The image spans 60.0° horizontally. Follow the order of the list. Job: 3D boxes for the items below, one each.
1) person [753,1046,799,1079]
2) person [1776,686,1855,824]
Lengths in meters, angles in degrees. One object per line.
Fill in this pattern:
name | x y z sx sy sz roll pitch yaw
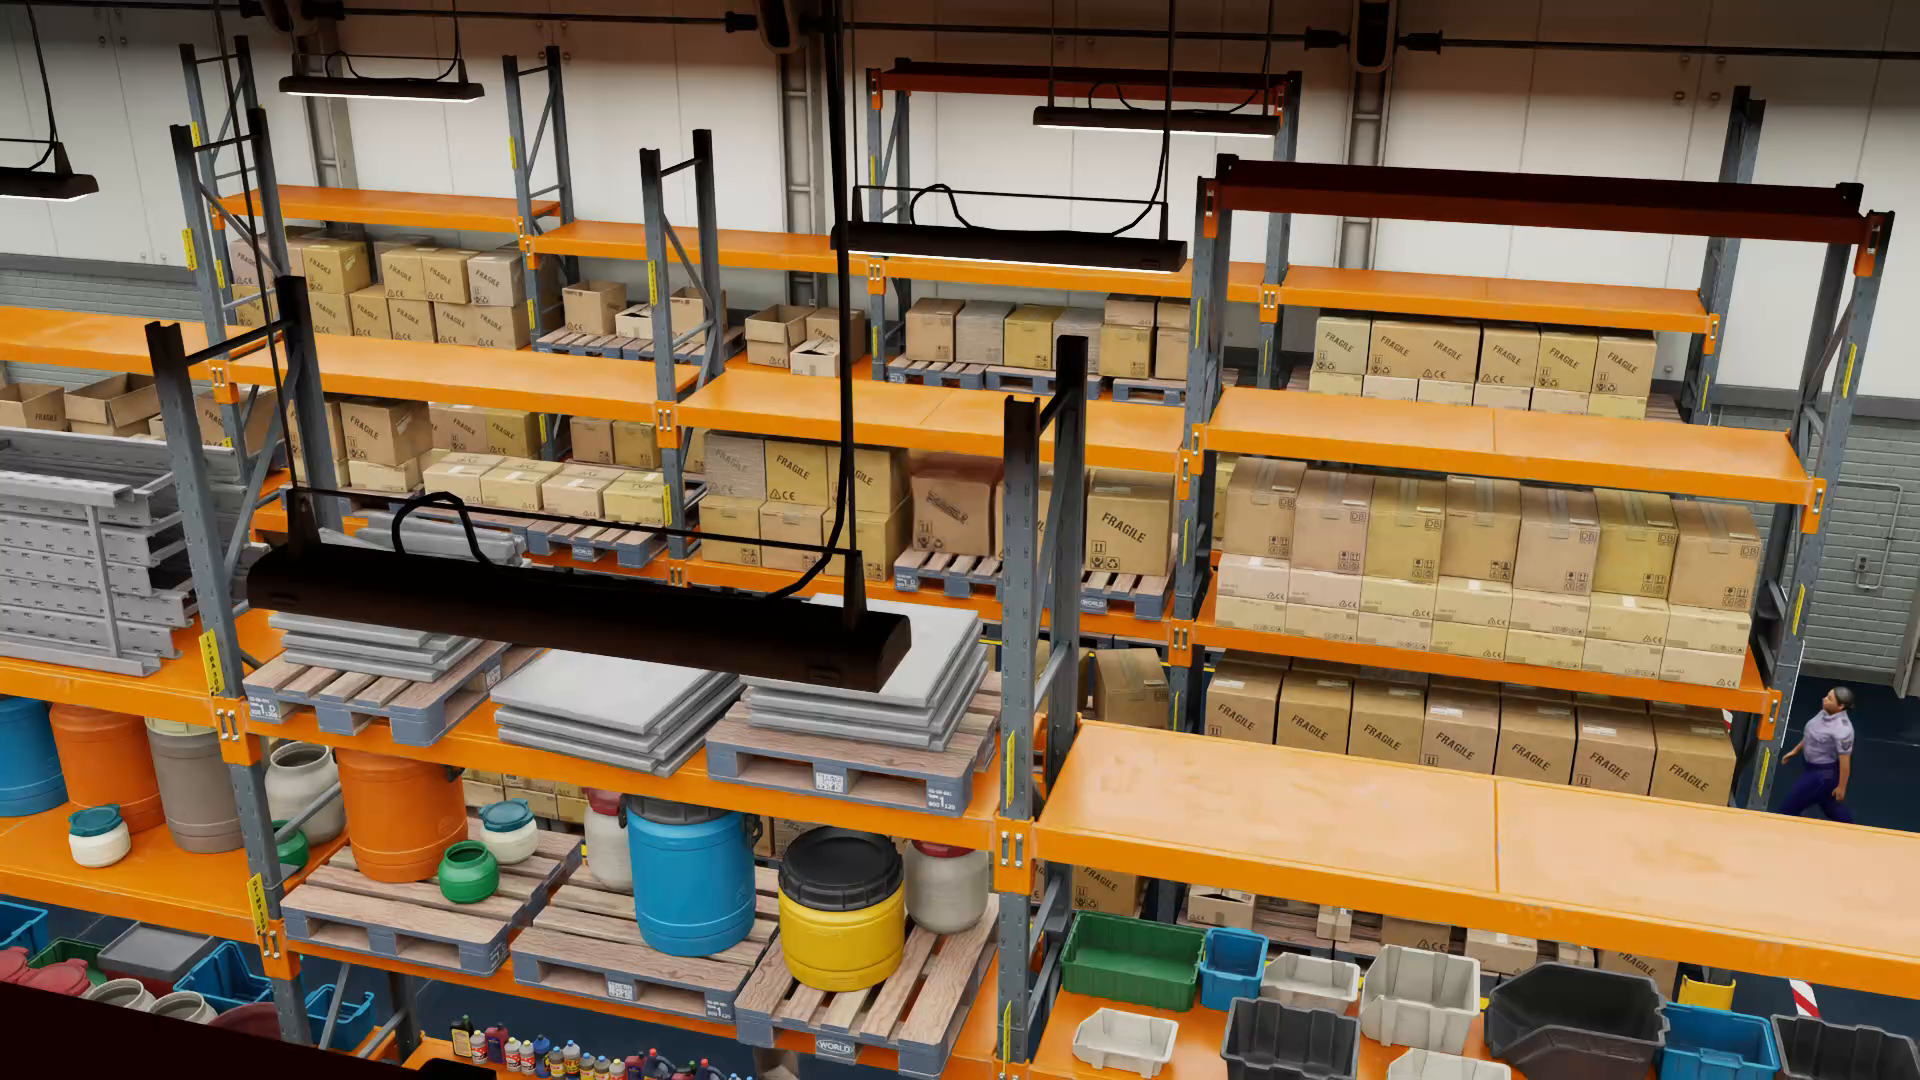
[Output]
person | -1.092 3.157 10.980 0.650 1.701 0.596 16 28 34
person | 7.208 1.923 14.019 1.001 1.590 0.490 9 24 20
